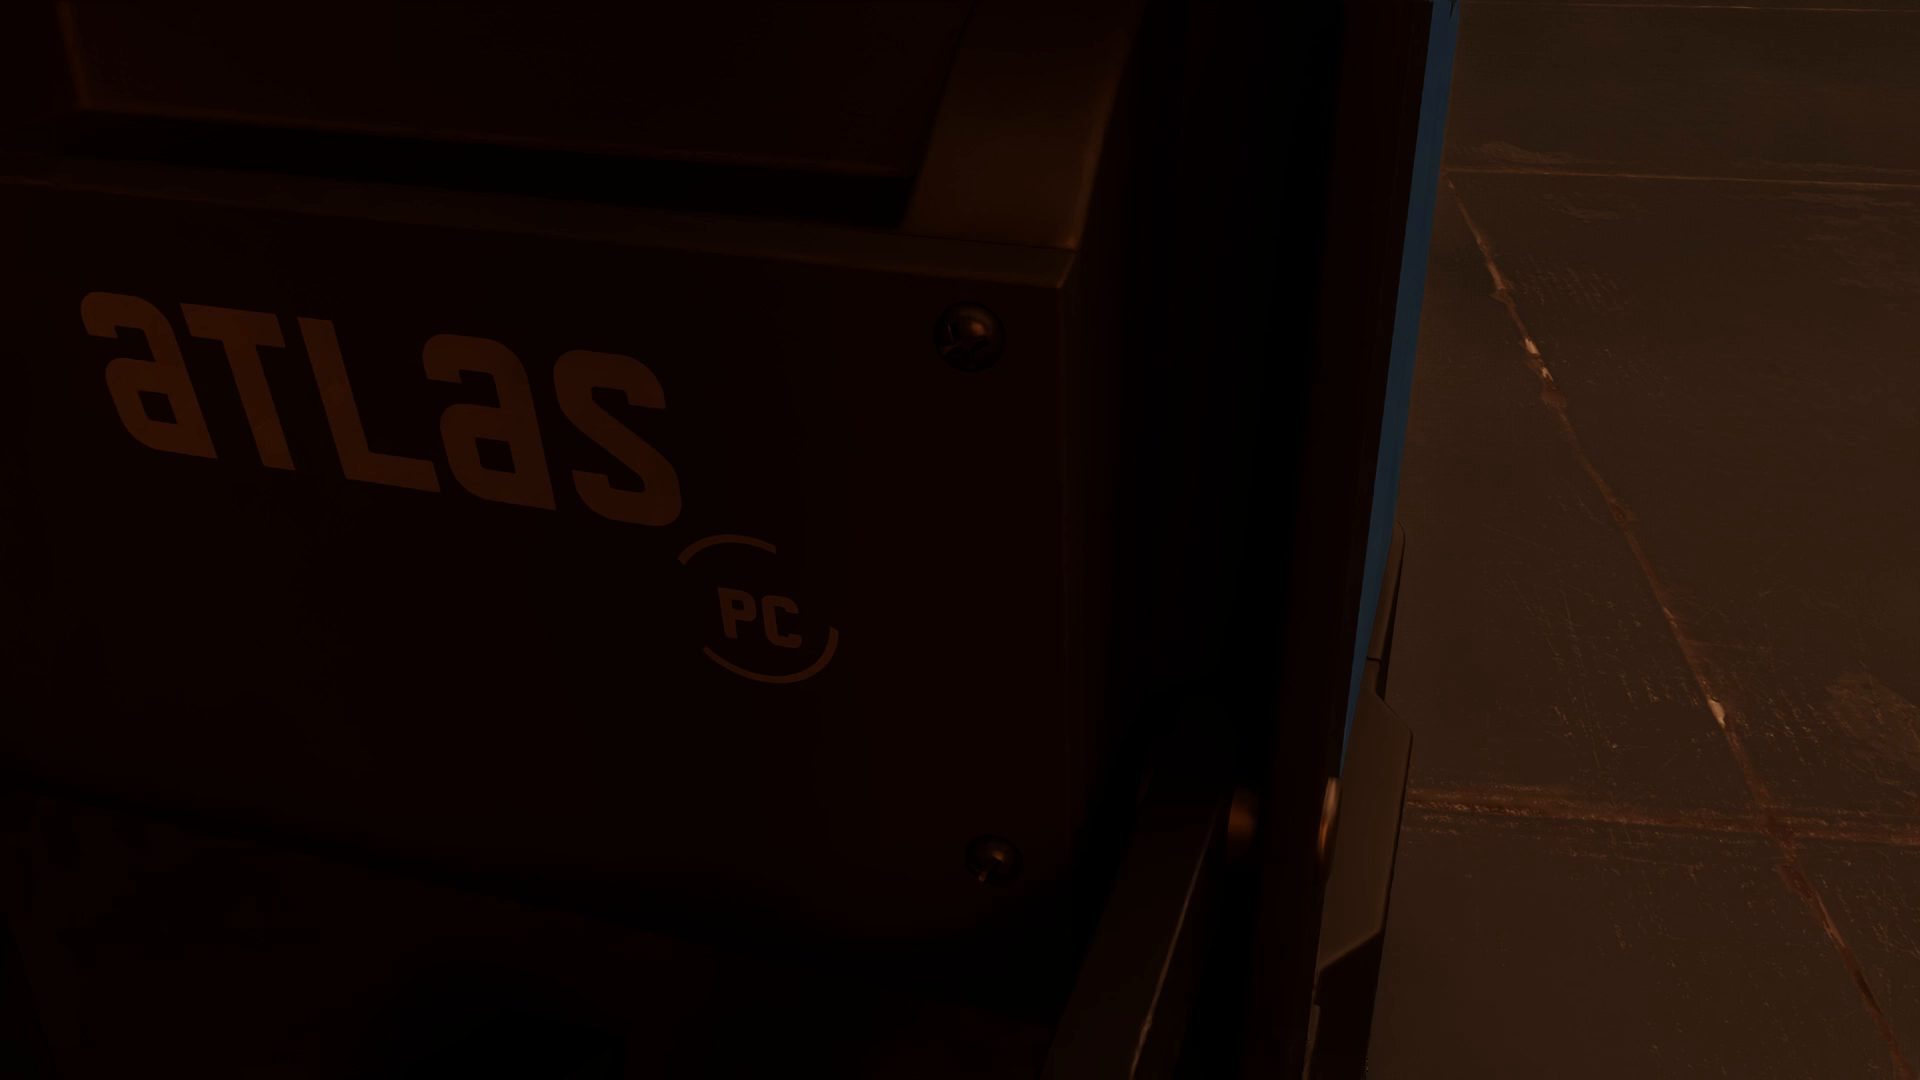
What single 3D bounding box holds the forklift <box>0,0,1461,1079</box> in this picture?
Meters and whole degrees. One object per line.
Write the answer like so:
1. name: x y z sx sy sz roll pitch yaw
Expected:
1. forklift: -0.454 -0.510 0.238 1.130 2.935 3.031 8 28 16
